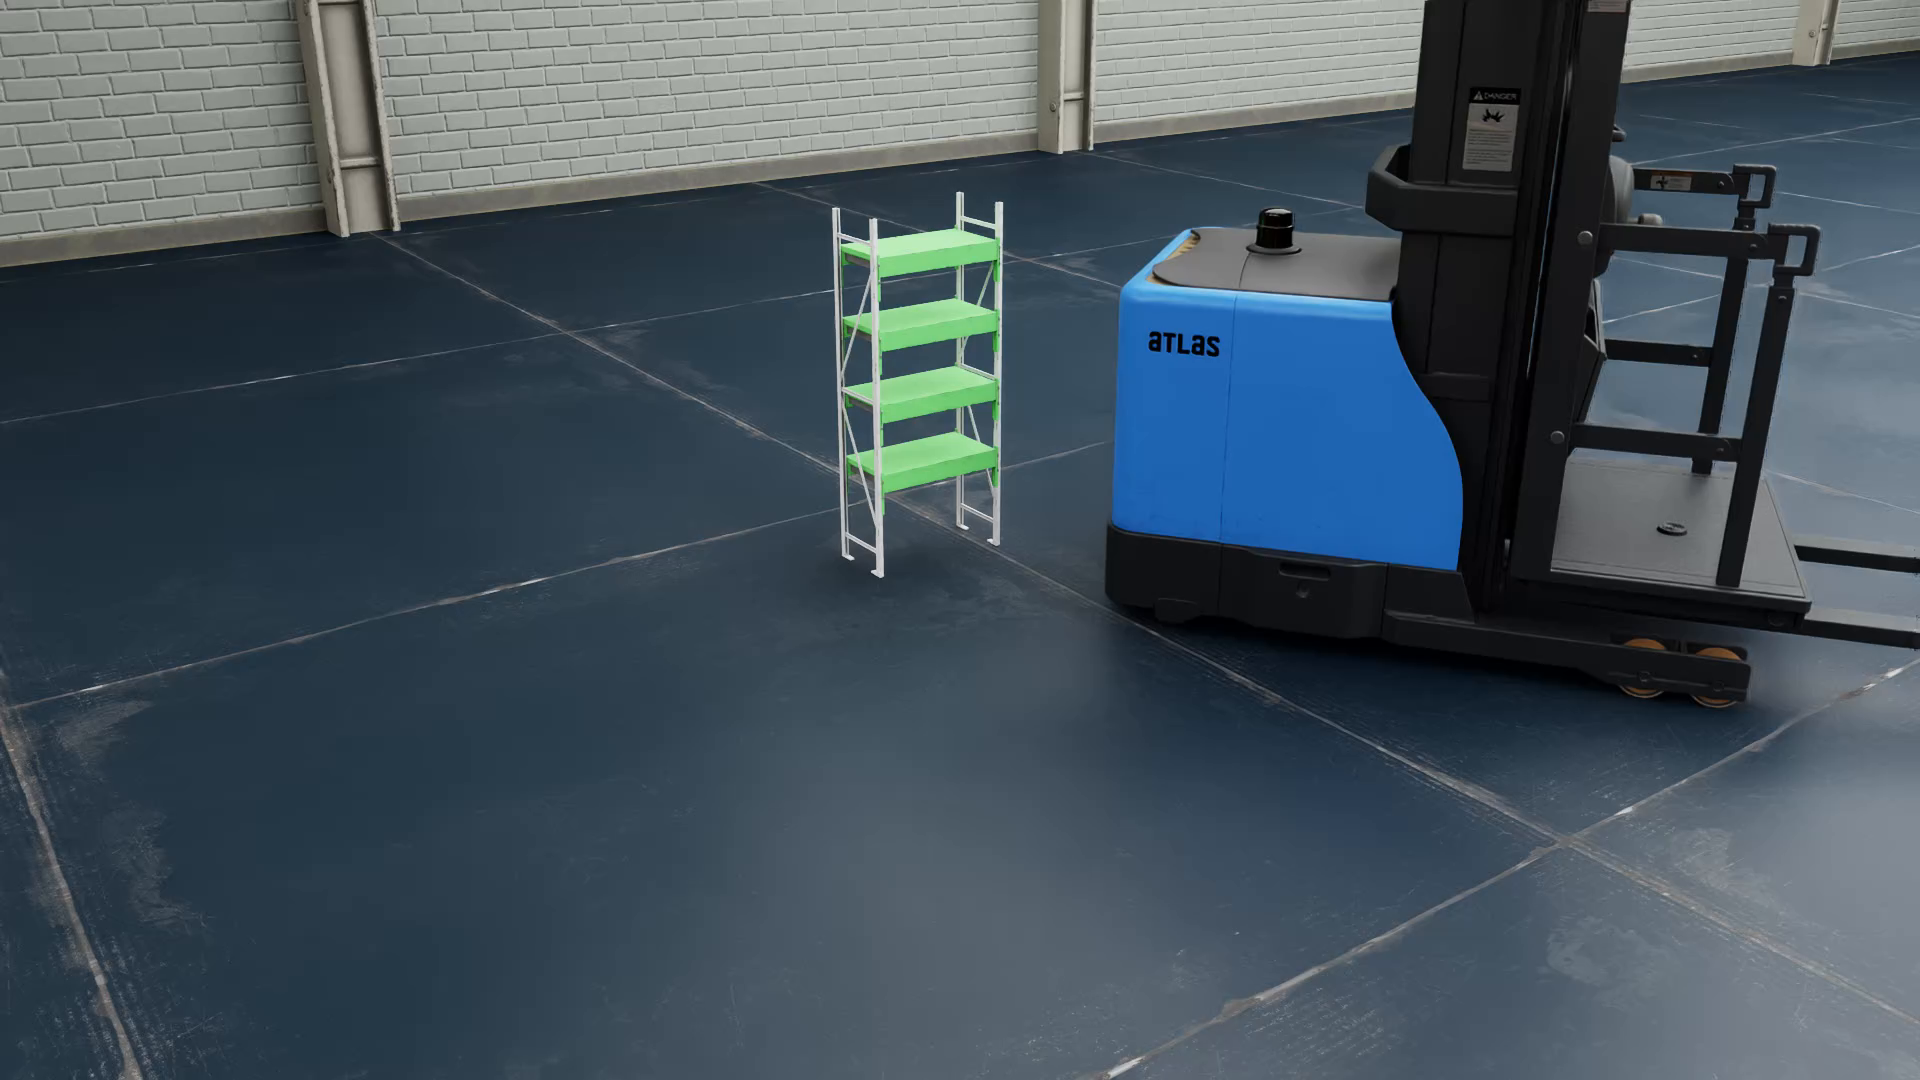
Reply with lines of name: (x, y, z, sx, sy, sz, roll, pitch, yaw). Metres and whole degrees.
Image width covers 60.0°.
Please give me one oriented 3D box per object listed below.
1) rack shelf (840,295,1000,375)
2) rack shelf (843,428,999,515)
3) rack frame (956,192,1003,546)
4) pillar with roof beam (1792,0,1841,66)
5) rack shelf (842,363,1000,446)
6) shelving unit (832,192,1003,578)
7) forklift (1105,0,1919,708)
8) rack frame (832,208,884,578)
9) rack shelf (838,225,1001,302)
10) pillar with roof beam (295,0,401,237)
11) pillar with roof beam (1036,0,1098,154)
rack shelf: (-0.134, -0.685, 5.519, 0.480, 0.148, 0.258, -15, 26, -33)
rack shelf: (-0.134, -0.239, 5.697, 0.480, 0.148, 0.258, -15, 26, -33)
rack frame: (0.064, -0.574, 5.717, 0.015, 1.200, 0.240, -15, 26, -33)
pillar with roof beam: (13.157, -8.846, 15.923, 0.400, 9.000, 9.100, -15, 26, -33)
rack shelf: (-0.134, -0.462, 5.608, 0.480, 0.148, 0.258, -15, 26, -33)
shelving unit: (-0.134, -0.521, 5.584, 0.503, 1.200, 0.258, -15, 26, -33)
forklift: (2.035, -1.107, 4.716, 3.031, 2.935, 1.130, 7, 23, 17)
rack frame: (-0.332, -0.469, 5.452, 0.015, 1.200, 0.240, -15, 26, -33)
rack shelf: (-0.134, -0.908, 5.430, 0.480, 0.148, 0.258, -15, 26, -33)
pillar with roof beam: (-1.454, -4.950, 6.159, 0.400, 9.000, 9.100, -15, 26, -33)
pillar with roof beam: (3.416, -6.249, 9.414, 0.400, 9.000, 9.100, -15, 26, -33)
